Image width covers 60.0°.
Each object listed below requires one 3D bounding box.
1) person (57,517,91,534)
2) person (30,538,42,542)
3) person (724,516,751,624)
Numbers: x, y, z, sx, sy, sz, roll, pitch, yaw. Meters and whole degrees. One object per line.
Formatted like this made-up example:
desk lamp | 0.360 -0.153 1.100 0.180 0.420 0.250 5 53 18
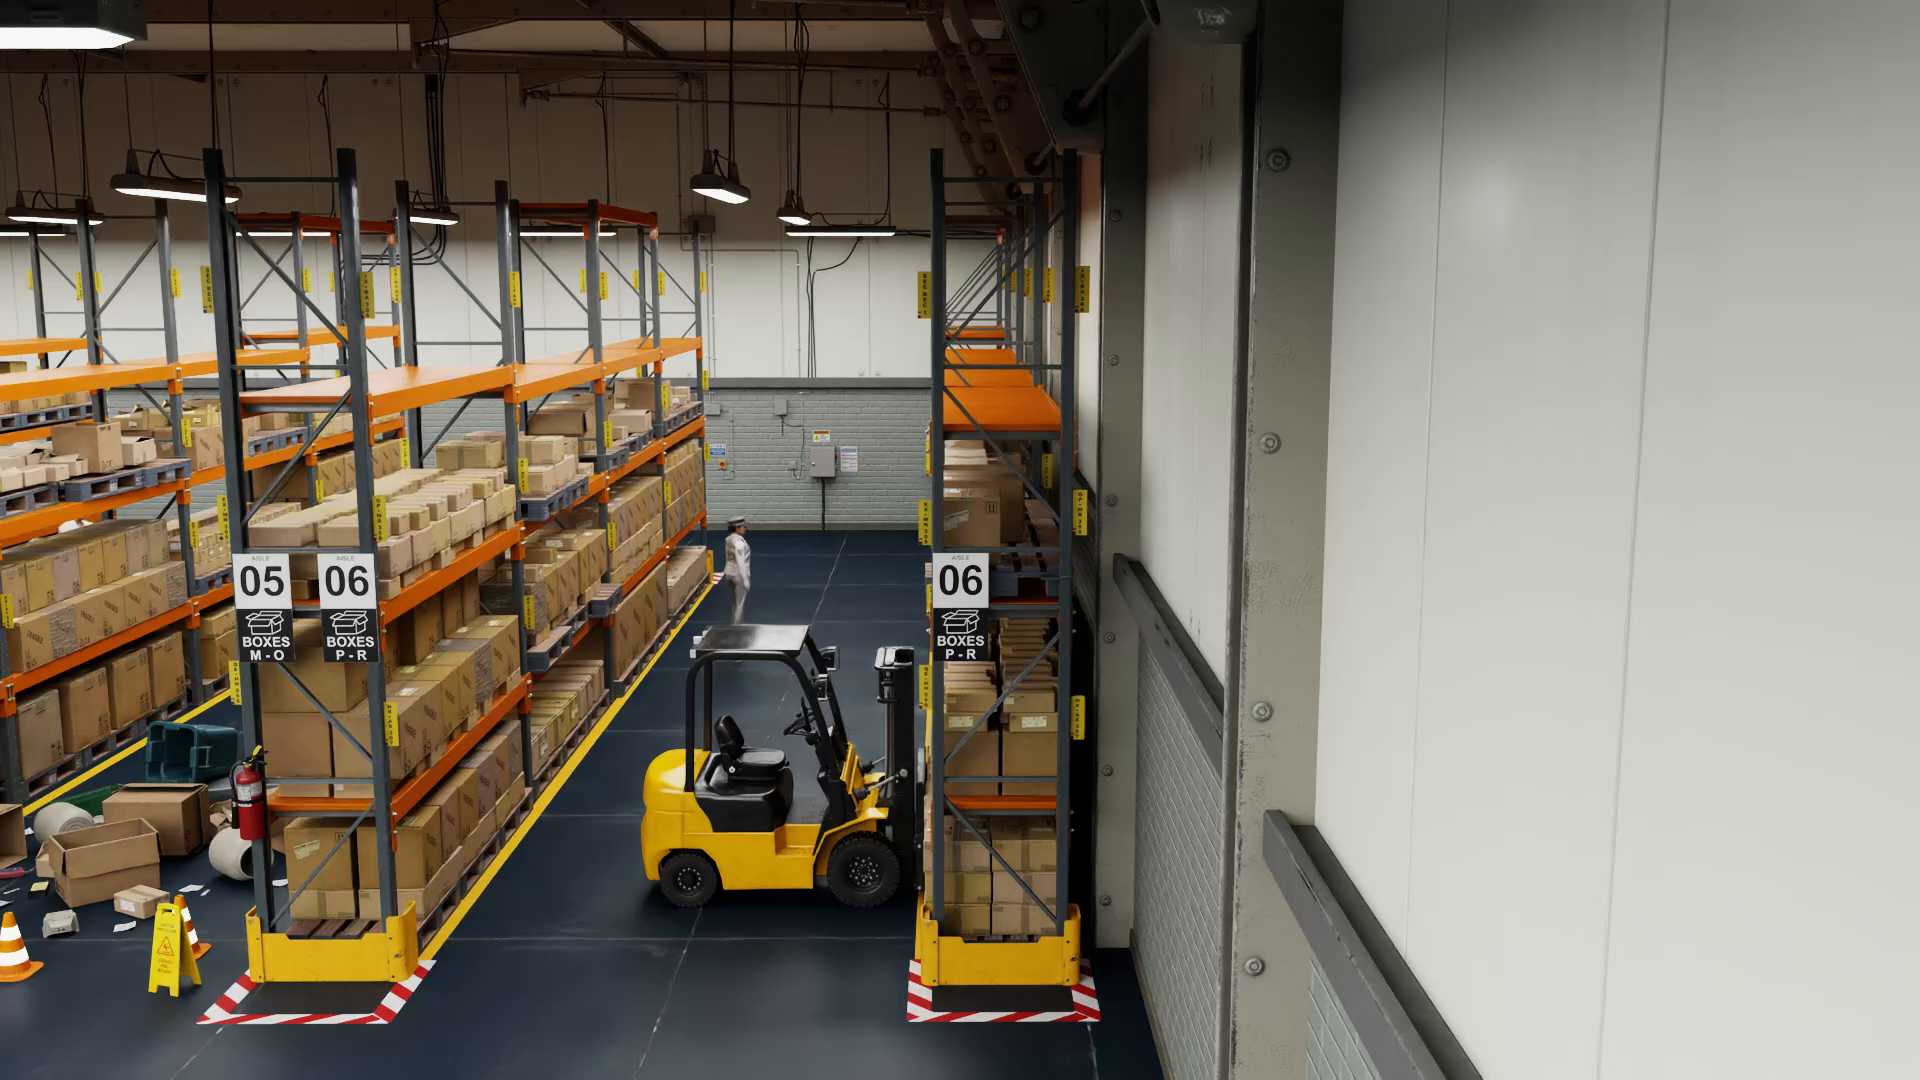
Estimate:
person | -13.019 0.368 24.563 0.495 1.796 0.626 9 13 44
person | -12.261 0.790 22.299 0.455 1.658 0.559 -3 10 -18
person | -2.962 0.508 22.283 0.494 1.682 0.536 8 12 41
